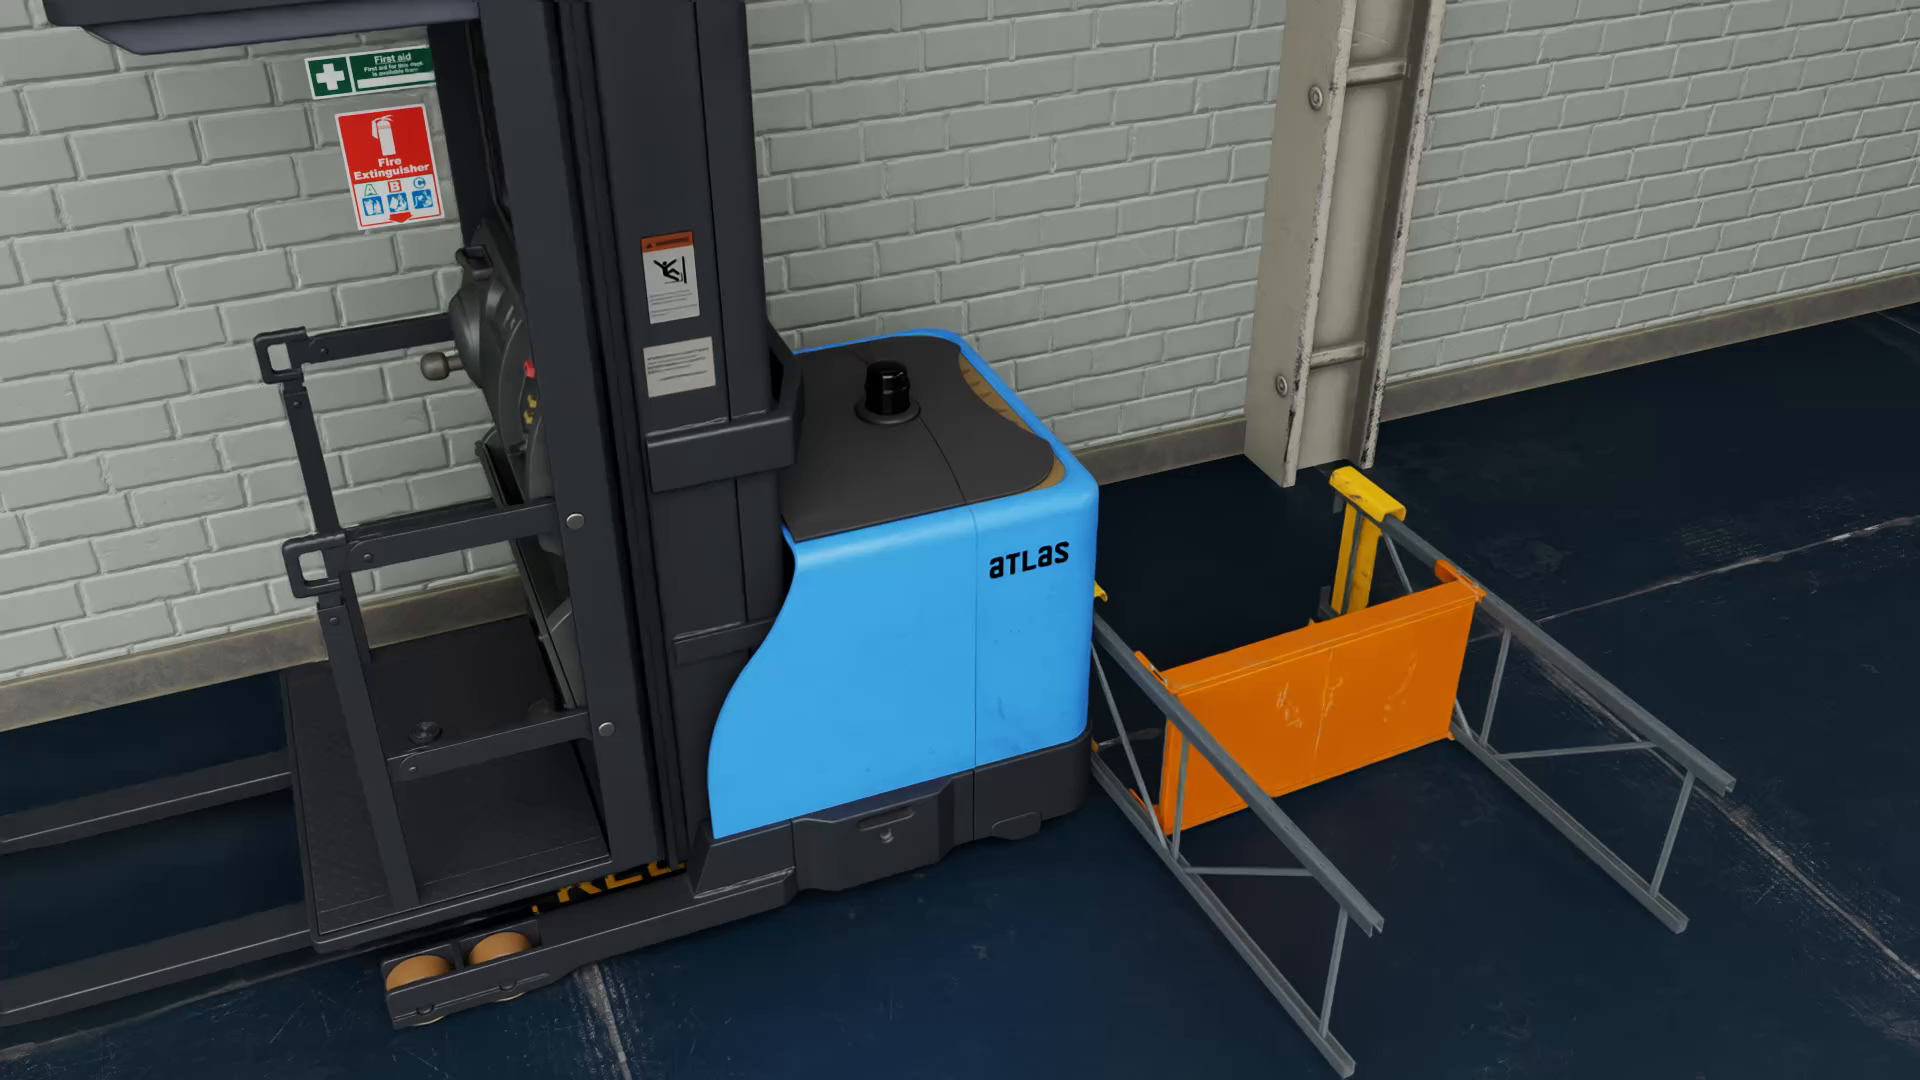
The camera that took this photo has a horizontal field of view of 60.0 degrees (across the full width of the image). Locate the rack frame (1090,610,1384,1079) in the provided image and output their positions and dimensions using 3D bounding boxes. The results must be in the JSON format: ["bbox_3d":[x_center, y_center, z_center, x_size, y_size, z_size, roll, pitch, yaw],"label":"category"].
[{"bbox_3d":[0.556,0.640,4.205,0.032,0.500,1.500,-15,36,-21],"label":"rack frame"}]

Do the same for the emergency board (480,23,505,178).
[{"bbox_3d":[-0.999,-1.064,4.634,0.643,1.169,0.194,-13,35,-19],"label":"emergency board"}]

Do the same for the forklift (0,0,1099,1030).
[{"bbox_3d":[-1.214,-0.399,3.676,3.031,2.935,1.130,-13,35,-19],"label":"forklift"}]

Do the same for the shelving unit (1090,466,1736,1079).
[{"bbox_3d":[1.022,0.518,4.393,1.083,0.587,1.500,-15,36,-21],"label":"shelving unit"}]

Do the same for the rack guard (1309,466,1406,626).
[{"bbox_3d":[1.199,0.091,5.044,0.087,0.587,0.250,-15,36,-21],"label":"rack guard"}]

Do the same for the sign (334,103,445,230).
[{"bbox_3d":[-1.548,-1.014,4.525,0.234,0.329,0.001,-13,35,-19],"label":"sign"}]

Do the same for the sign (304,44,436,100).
[{"bbox_3d":[-1.541,-1.232,4.375,0.331,0.109,0.001,-13,35,-19],"label":"sign"}]

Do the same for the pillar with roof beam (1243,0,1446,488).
[{"bbox_3d":[2.961,-1.916,0.443,0.400,9.000,9.100,-13,35,-19],"label":"pillar with roof beam"}]

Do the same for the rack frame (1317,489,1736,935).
[{"bbox_3d":[1.472,0.400,4.574,0.032,0.500,1.500,-15,36,-21],"label":"rack frame"}]

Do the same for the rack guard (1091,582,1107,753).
[{"bbox_3d":[0.302,0.326,4.682,0.087,0.587,0.250,-15,36,-21],"label":"rack guard"}]

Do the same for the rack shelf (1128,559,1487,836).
[{"bbox_3d":[0.936,0.431,4.525,1.000,0.538,0.185,-15,36,-21],"label":"rack shelf"}]
